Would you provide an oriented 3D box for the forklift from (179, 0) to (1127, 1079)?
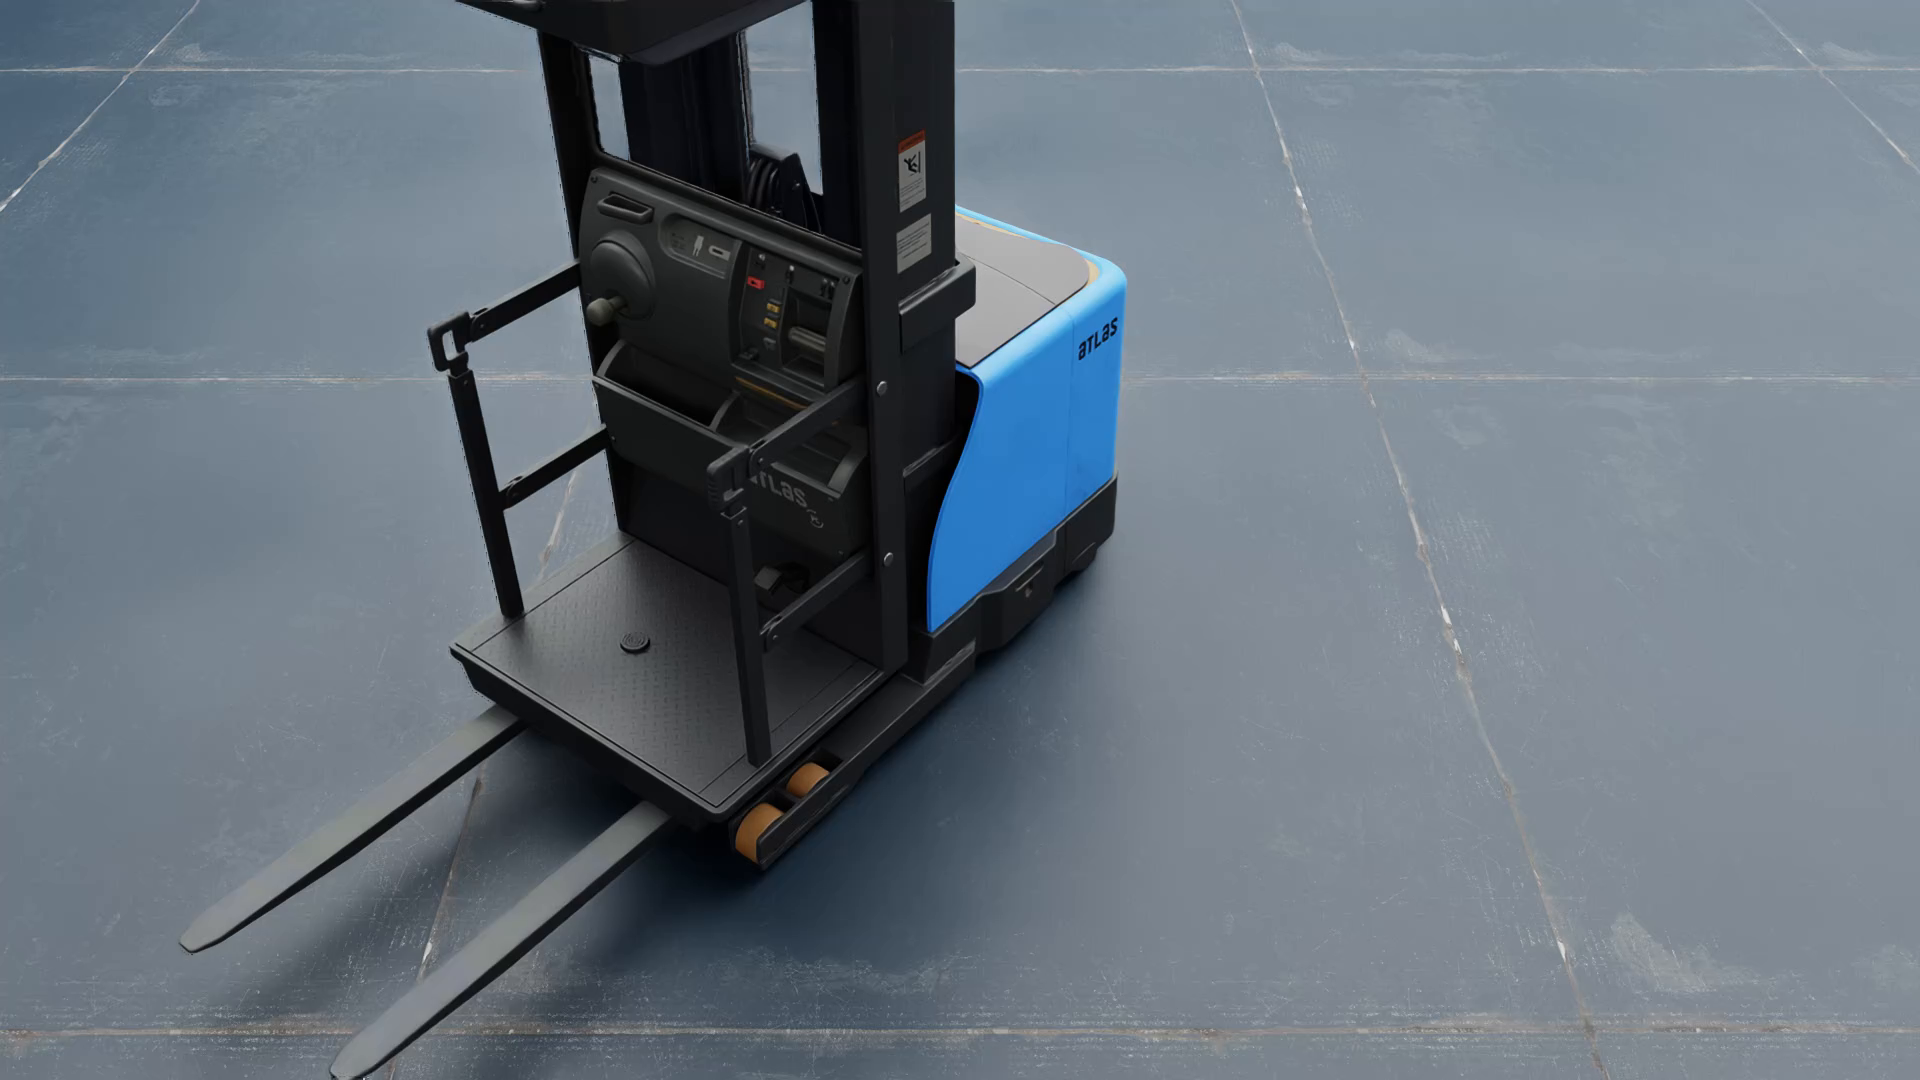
[{"bbox_3d":[-0.766,-0.595,4.148,1.130,2.935,3.031,26,45,28],"label":"forklift"}]
